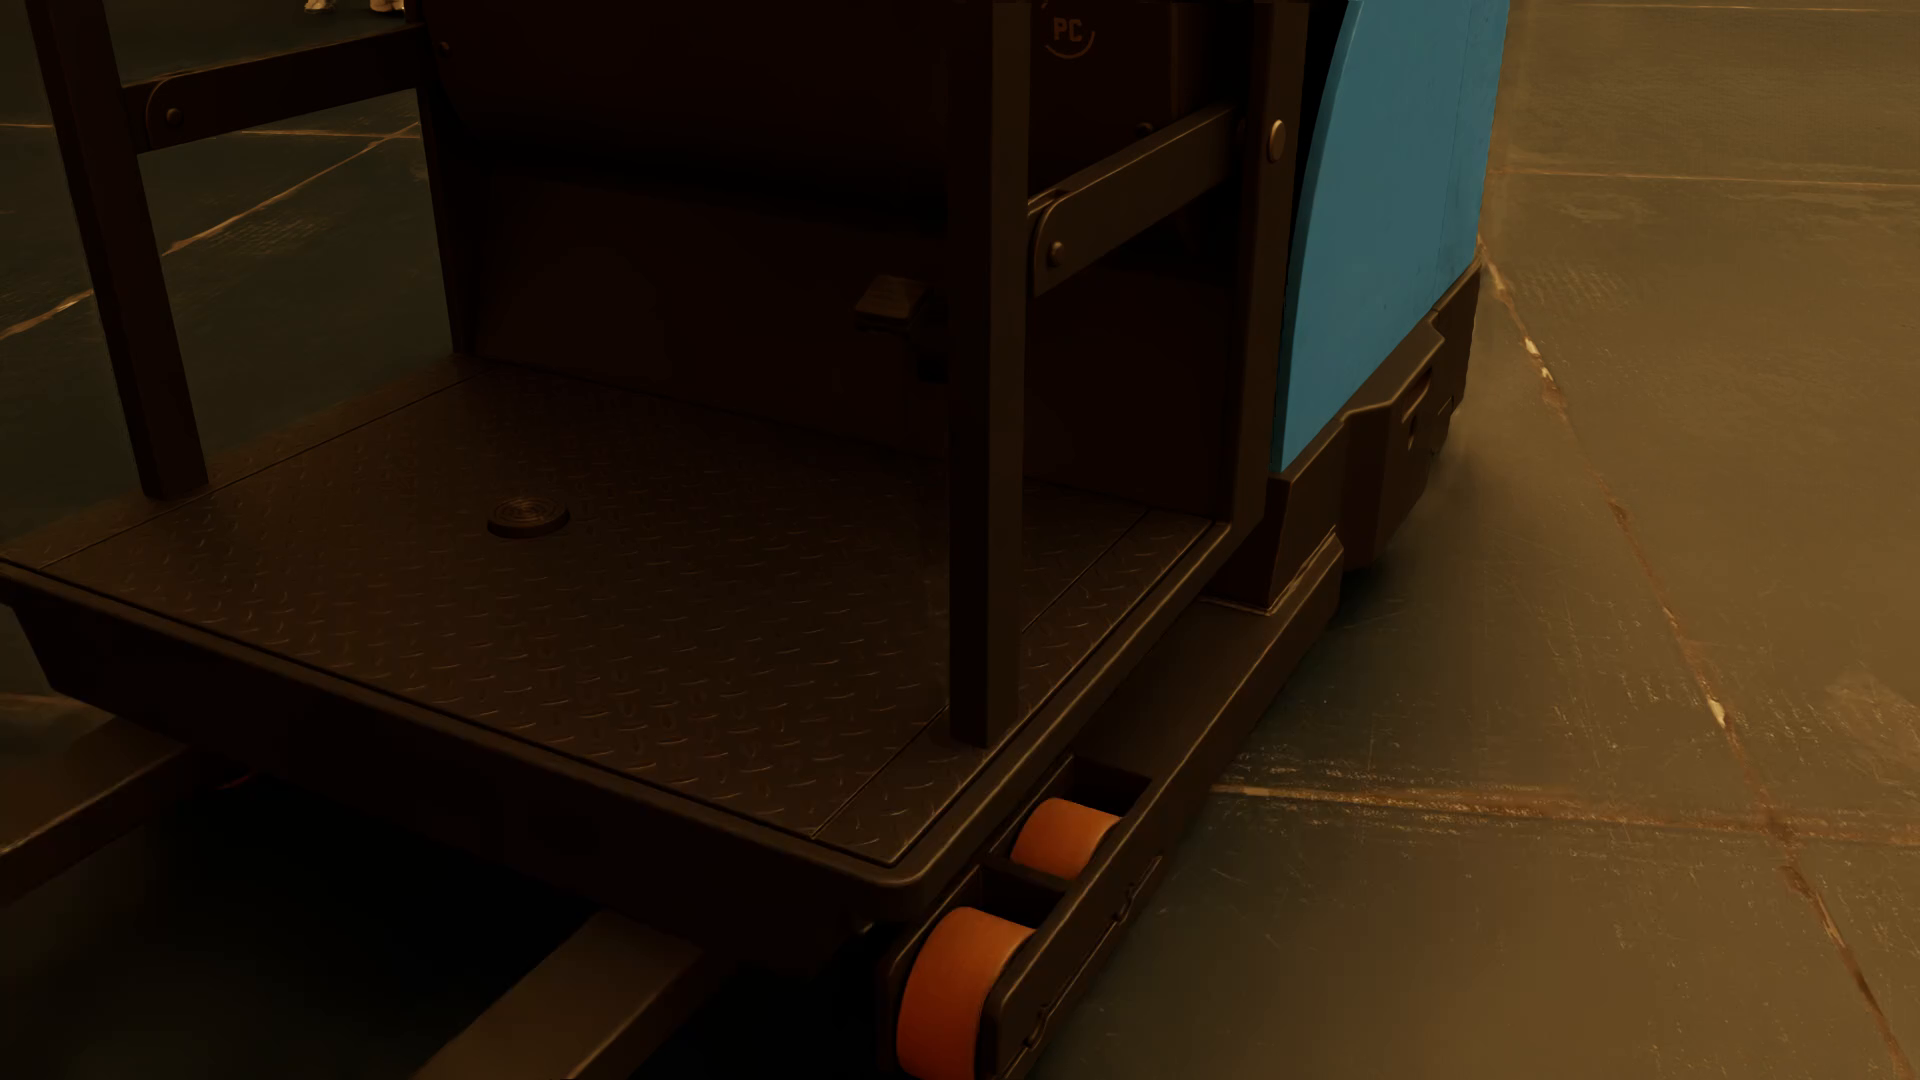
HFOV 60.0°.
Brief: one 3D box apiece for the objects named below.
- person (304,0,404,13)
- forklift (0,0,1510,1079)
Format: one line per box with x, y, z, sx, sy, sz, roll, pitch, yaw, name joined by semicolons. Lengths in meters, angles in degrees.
-2.437;-2.882;6.536;0.757;1.671;0.511;17;31;30;person
-0.288;-1.042;1.304;1.130;2.935;3.031;14;30;25;forklift
